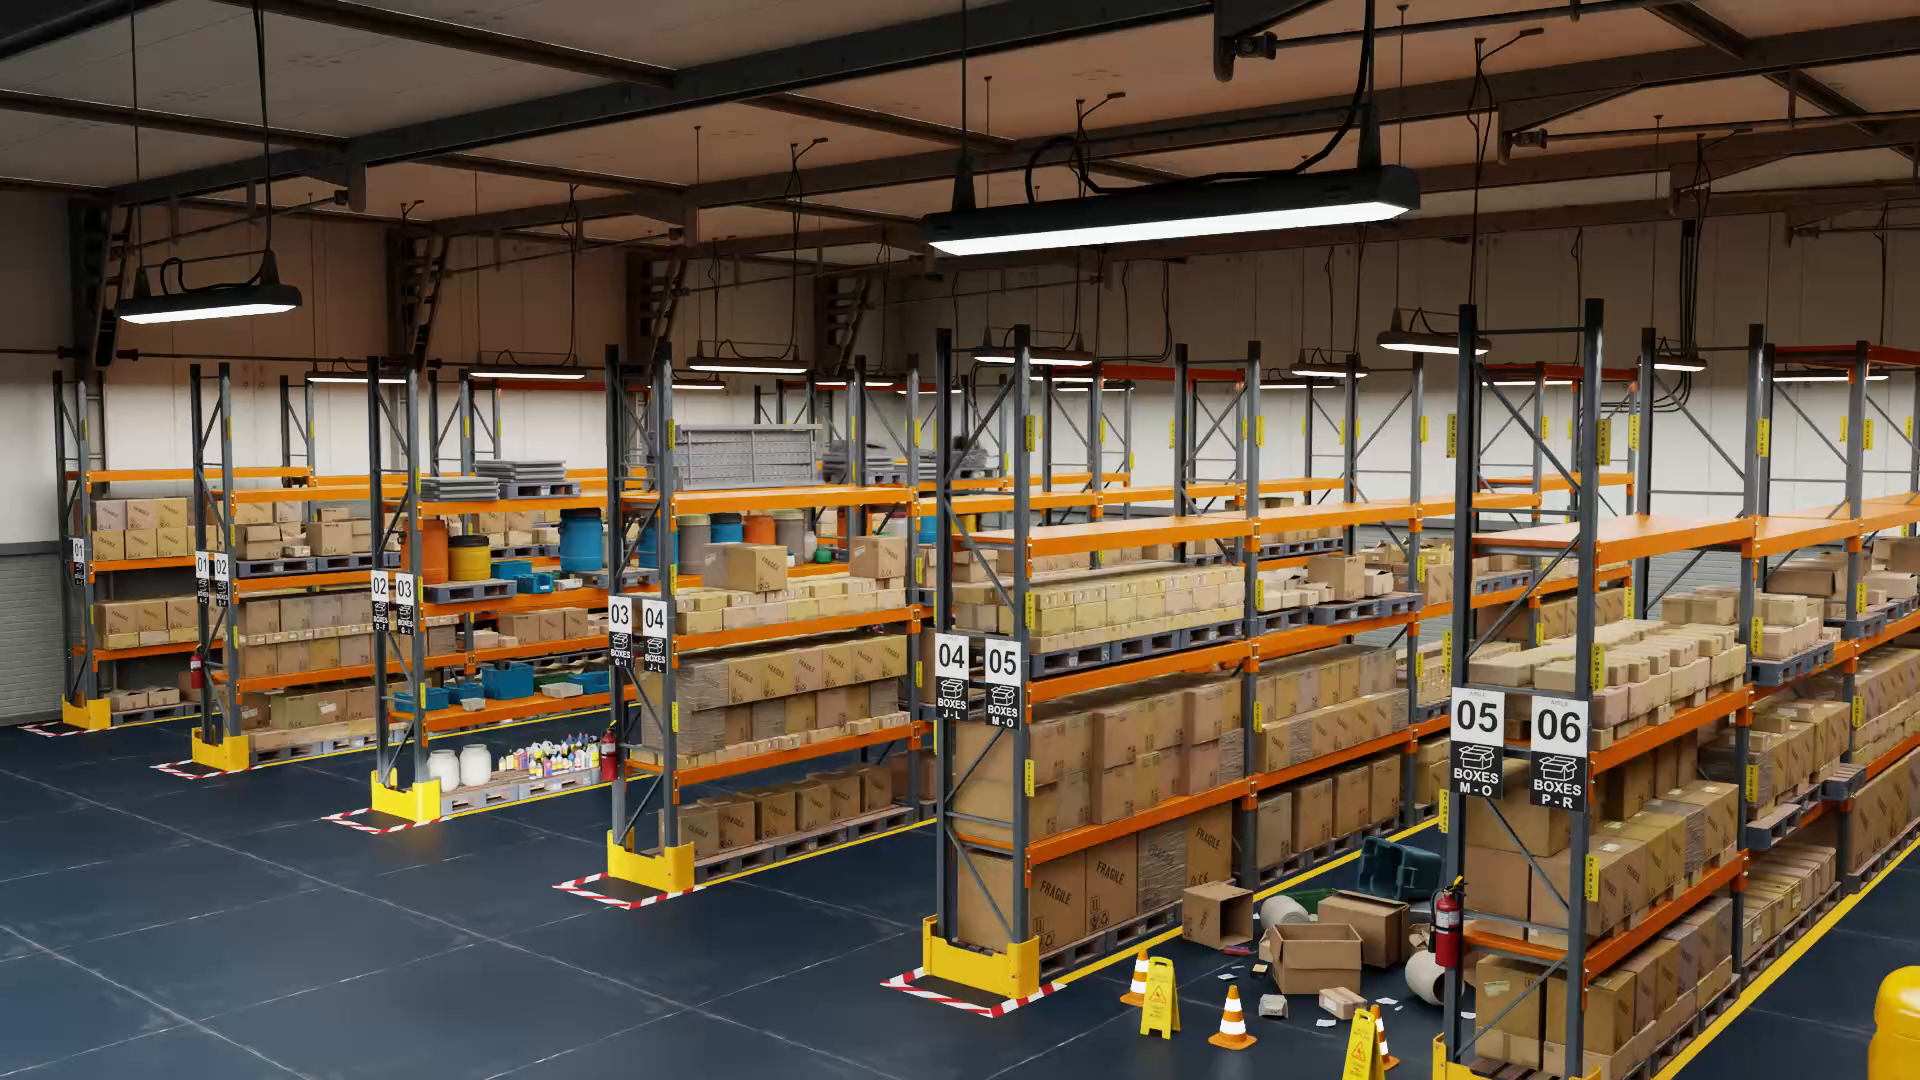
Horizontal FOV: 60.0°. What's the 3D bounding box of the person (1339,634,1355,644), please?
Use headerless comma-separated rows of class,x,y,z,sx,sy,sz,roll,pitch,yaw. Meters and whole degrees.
person,7.379,2.065,31.855,0.490,1.569,0.528,2,4,21

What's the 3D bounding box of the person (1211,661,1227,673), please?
person,4.064,2.565,25.271,0.552,1.608,0.752,4,6,43
